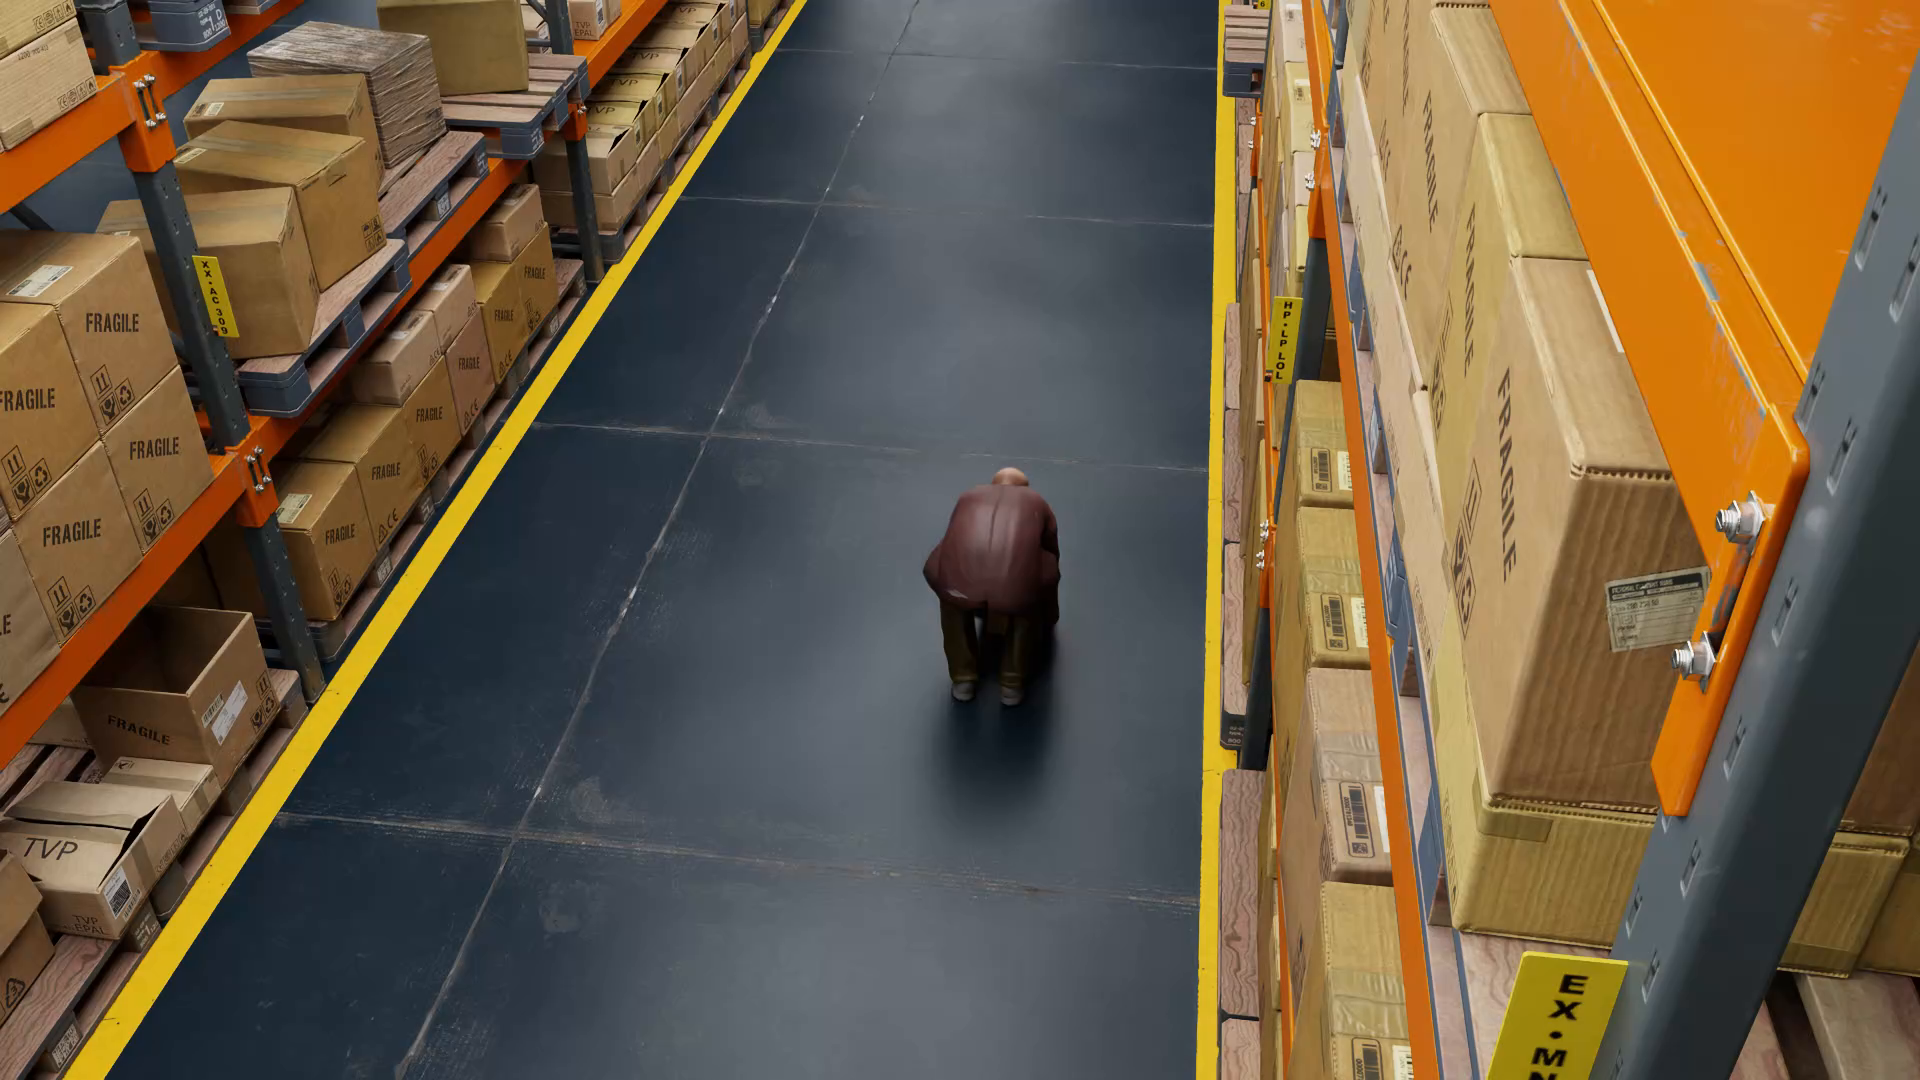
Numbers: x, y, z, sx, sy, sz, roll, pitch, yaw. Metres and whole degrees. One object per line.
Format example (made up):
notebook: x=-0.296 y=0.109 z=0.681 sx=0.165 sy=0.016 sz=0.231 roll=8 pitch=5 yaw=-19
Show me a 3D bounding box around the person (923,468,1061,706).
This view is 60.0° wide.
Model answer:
person: x=0.144 y=0.160 z=7.141 sx=0.583 sy=0.952 sz=0.944 roll=3 pitch=36 yaw=4
